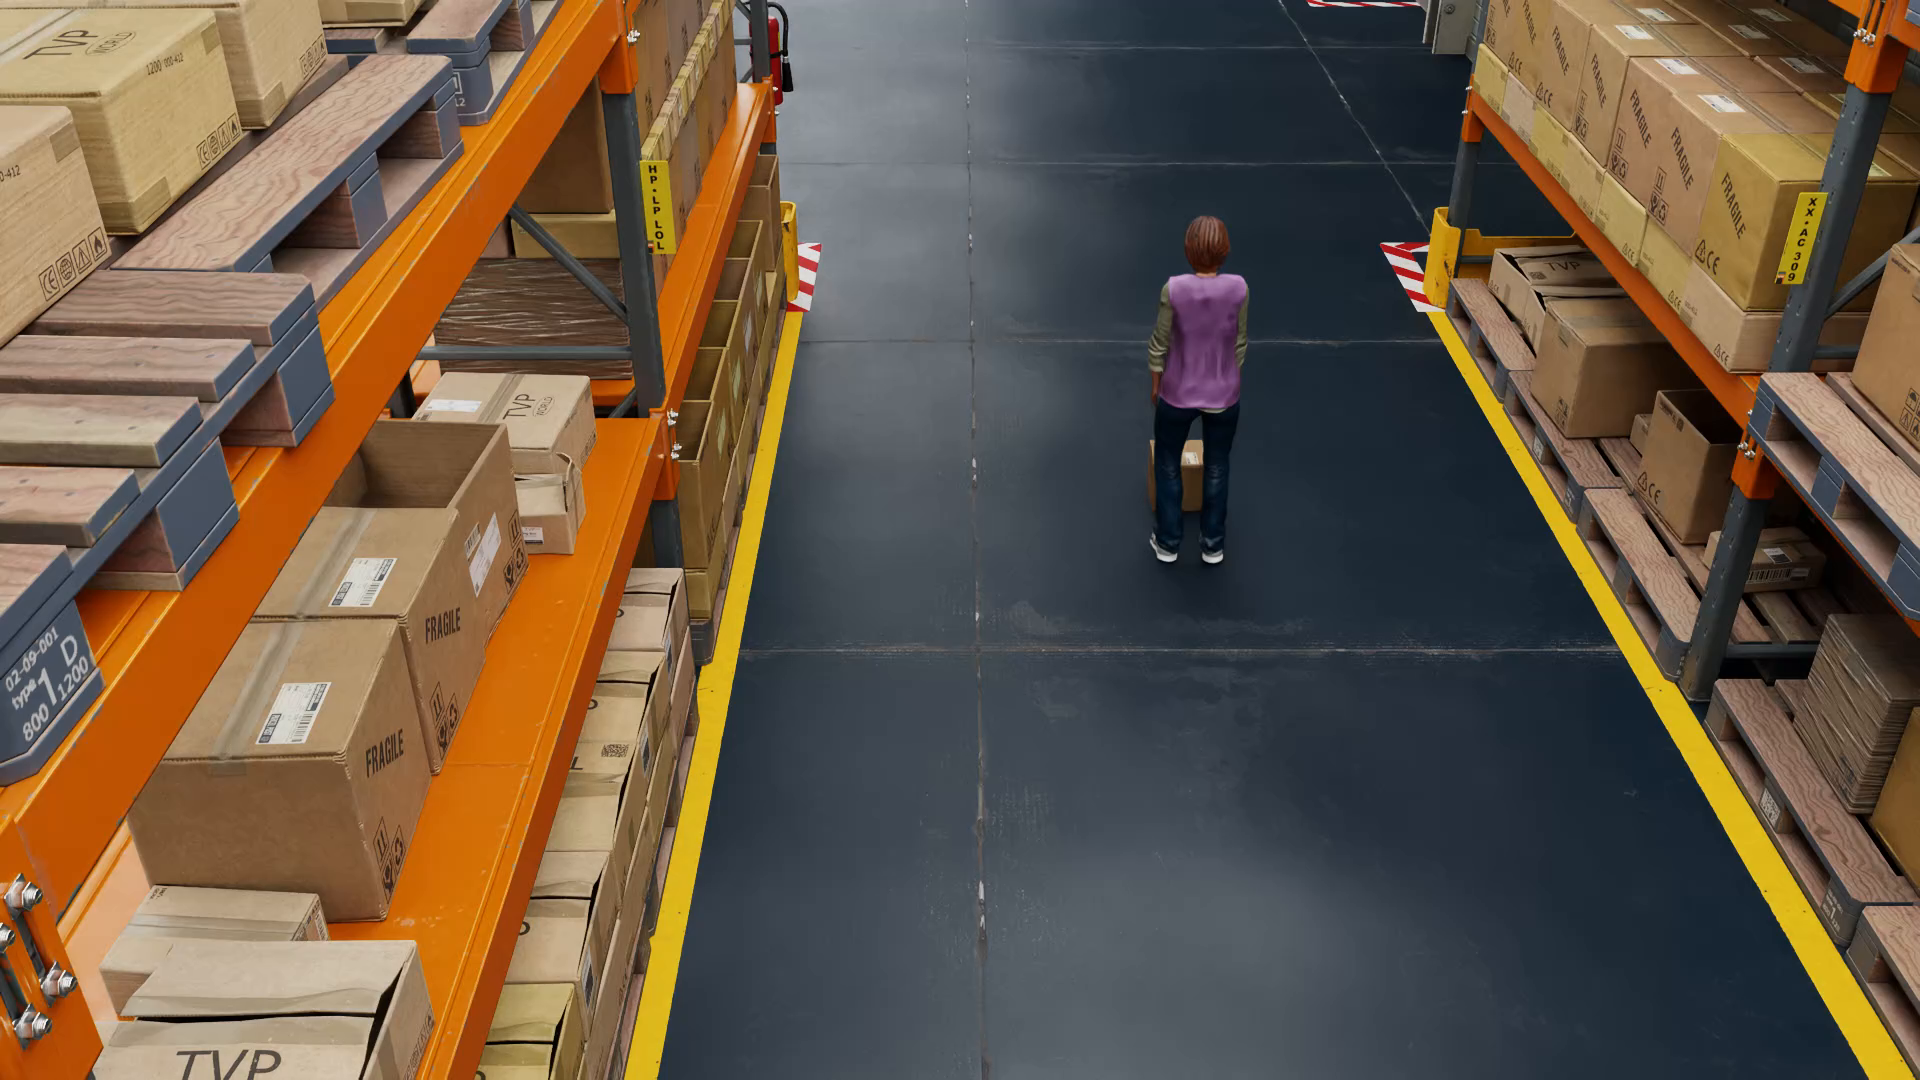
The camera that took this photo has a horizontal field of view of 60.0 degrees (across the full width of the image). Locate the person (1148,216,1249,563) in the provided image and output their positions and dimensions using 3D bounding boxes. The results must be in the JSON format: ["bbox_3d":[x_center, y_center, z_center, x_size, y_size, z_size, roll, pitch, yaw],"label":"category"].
[{"bbox_3d":[1.005,-0.608,7.152,0.412,1.570,0.316,0,32,1],"label":"person"}]
